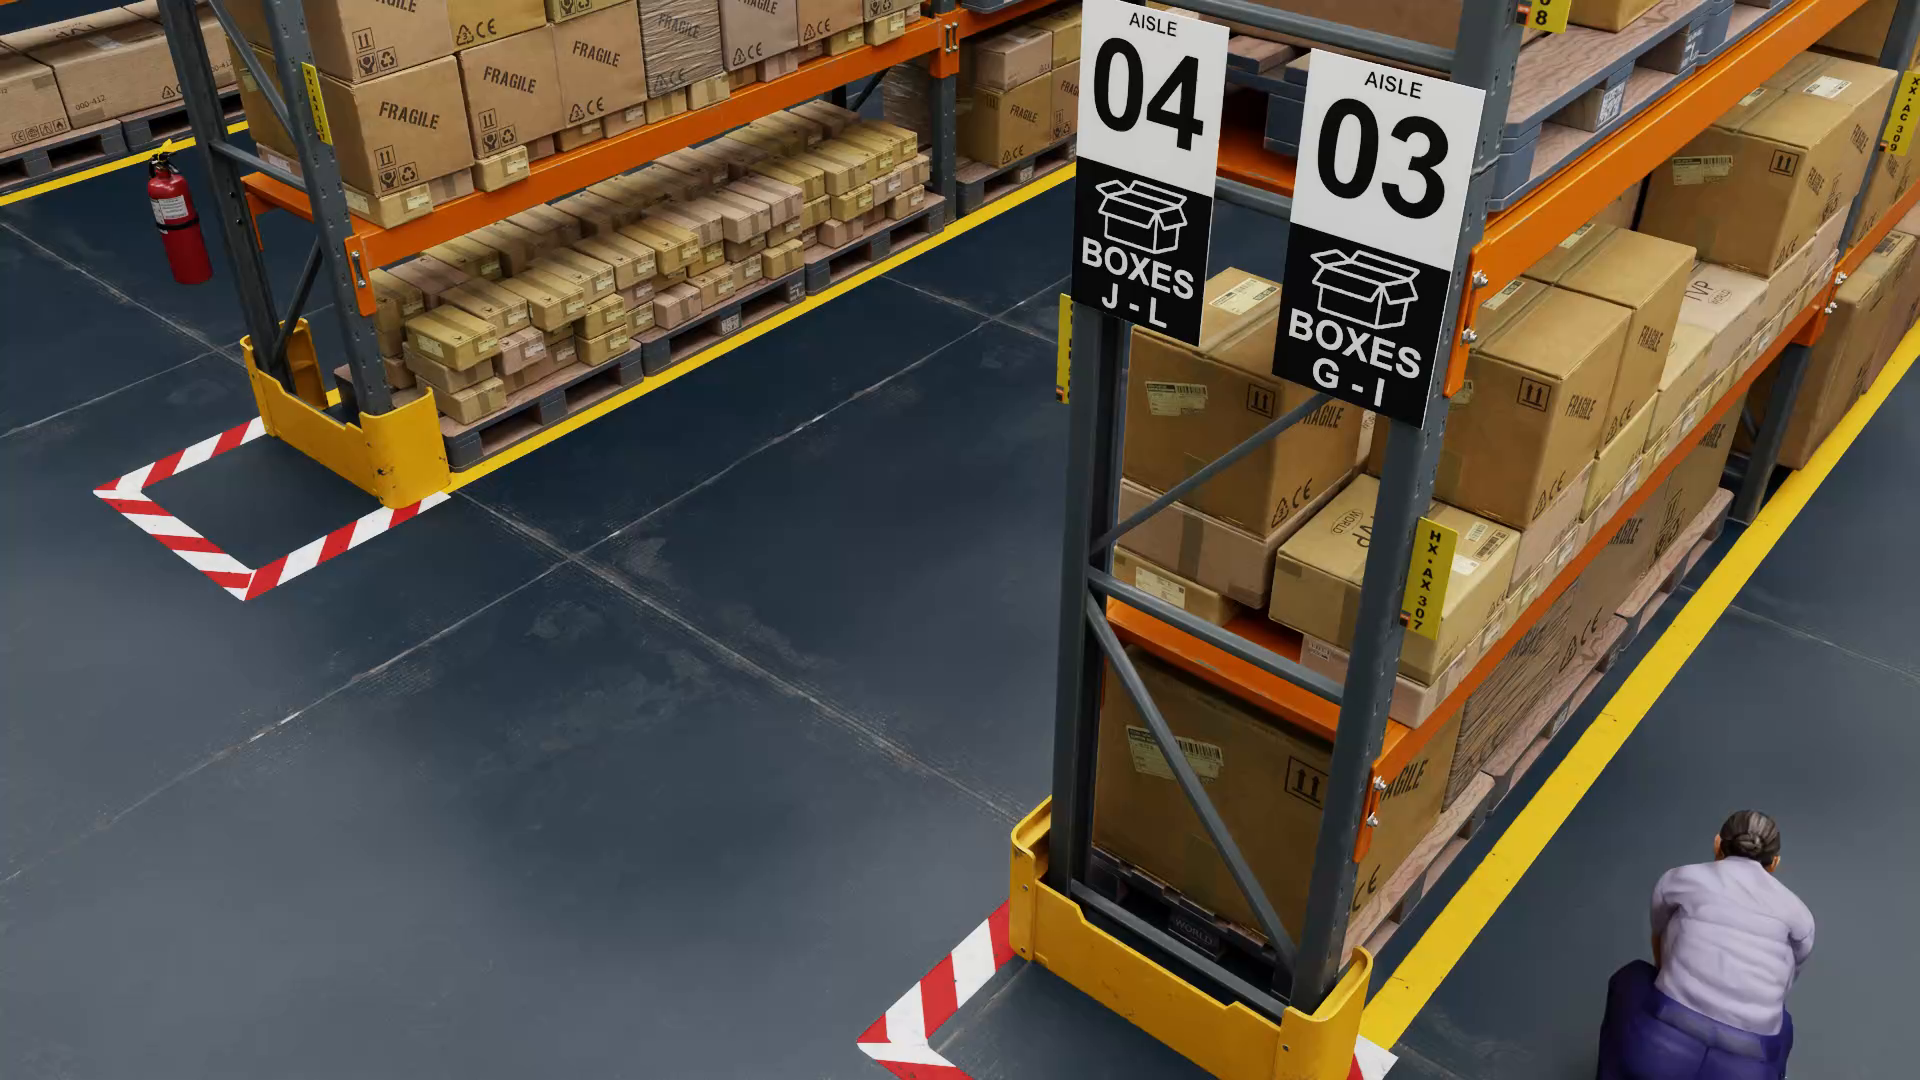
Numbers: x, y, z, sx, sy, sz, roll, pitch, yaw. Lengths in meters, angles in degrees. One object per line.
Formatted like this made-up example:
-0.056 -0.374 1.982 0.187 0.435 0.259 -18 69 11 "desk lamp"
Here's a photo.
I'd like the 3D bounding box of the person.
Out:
2.160 1.365 4.840 0.514 0.946 0.866 18 39 24 "person"
